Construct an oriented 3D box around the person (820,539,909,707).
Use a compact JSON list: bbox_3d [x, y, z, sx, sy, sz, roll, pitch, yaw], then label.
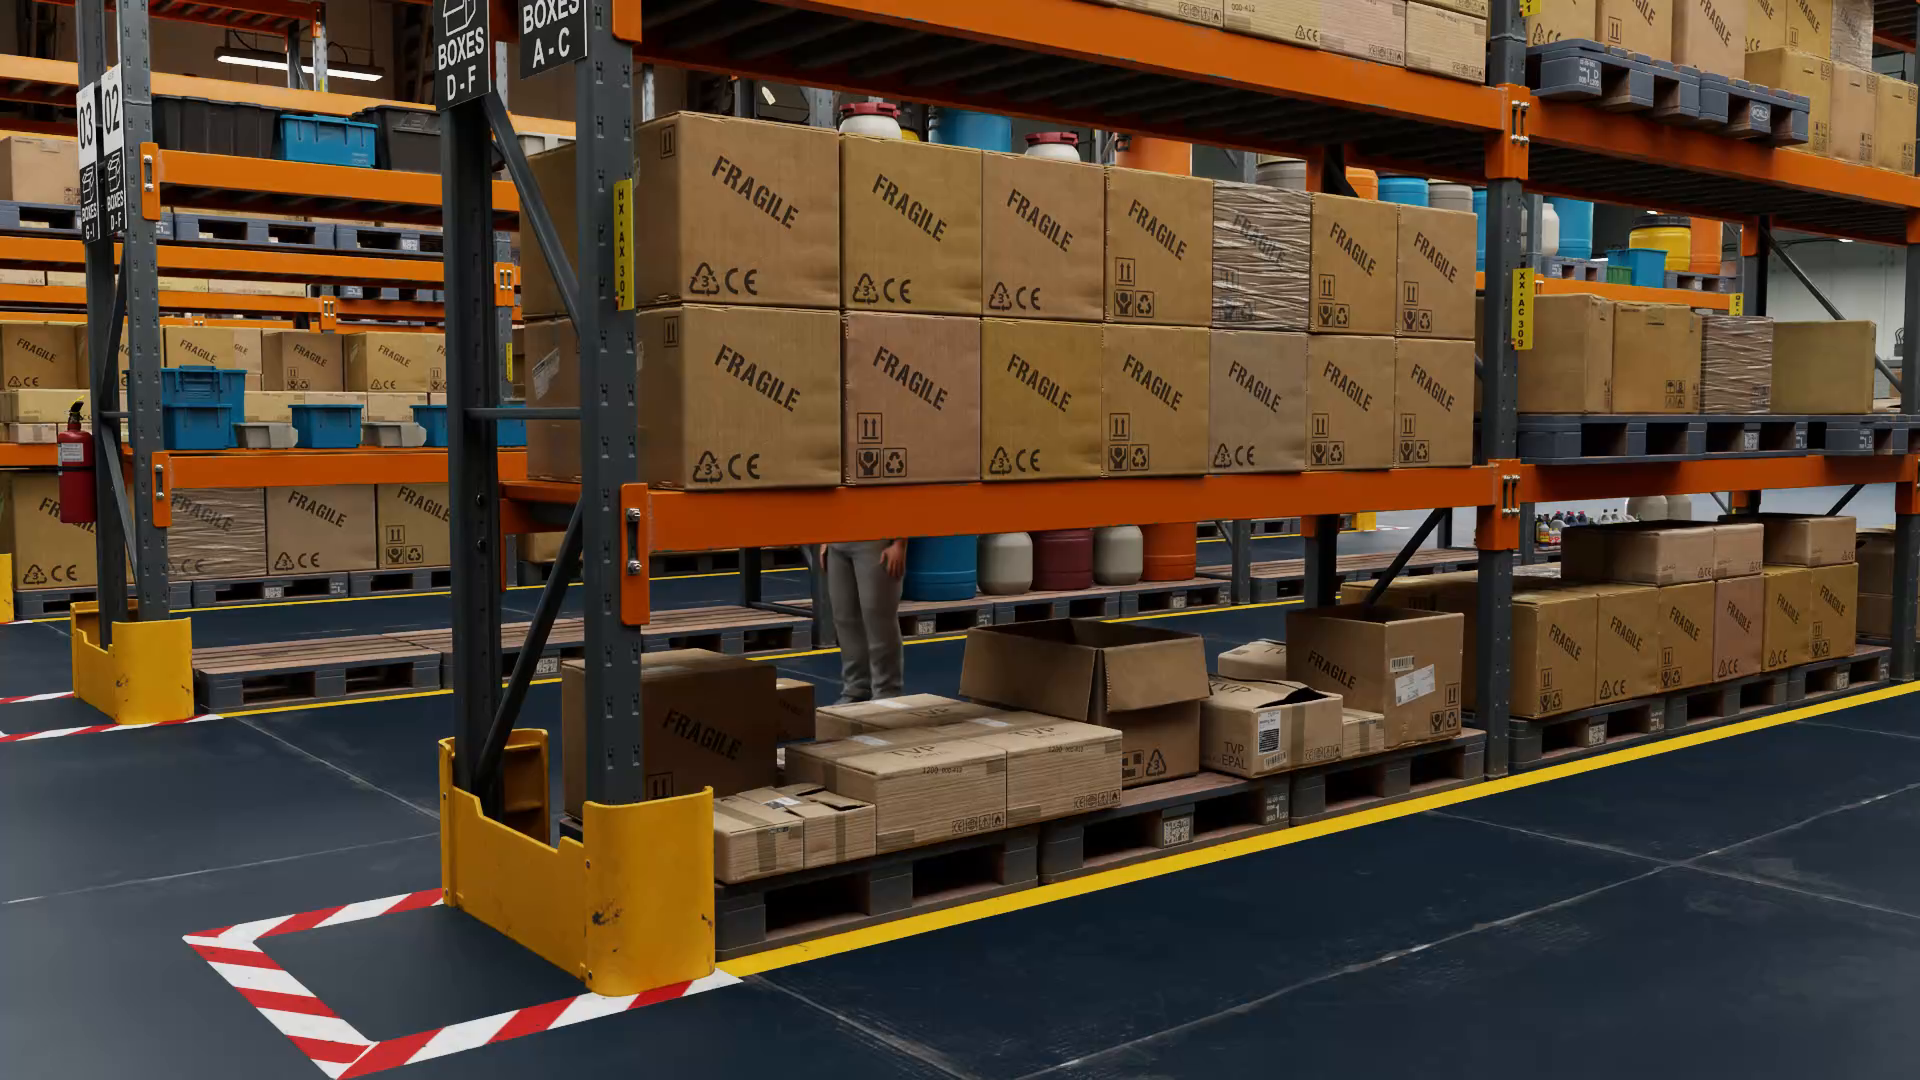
[{"bbox_3d":[-0.451,-0.004,8.062,0.392,1.773,0.532,-4,6,-44],"label":"person"}]
